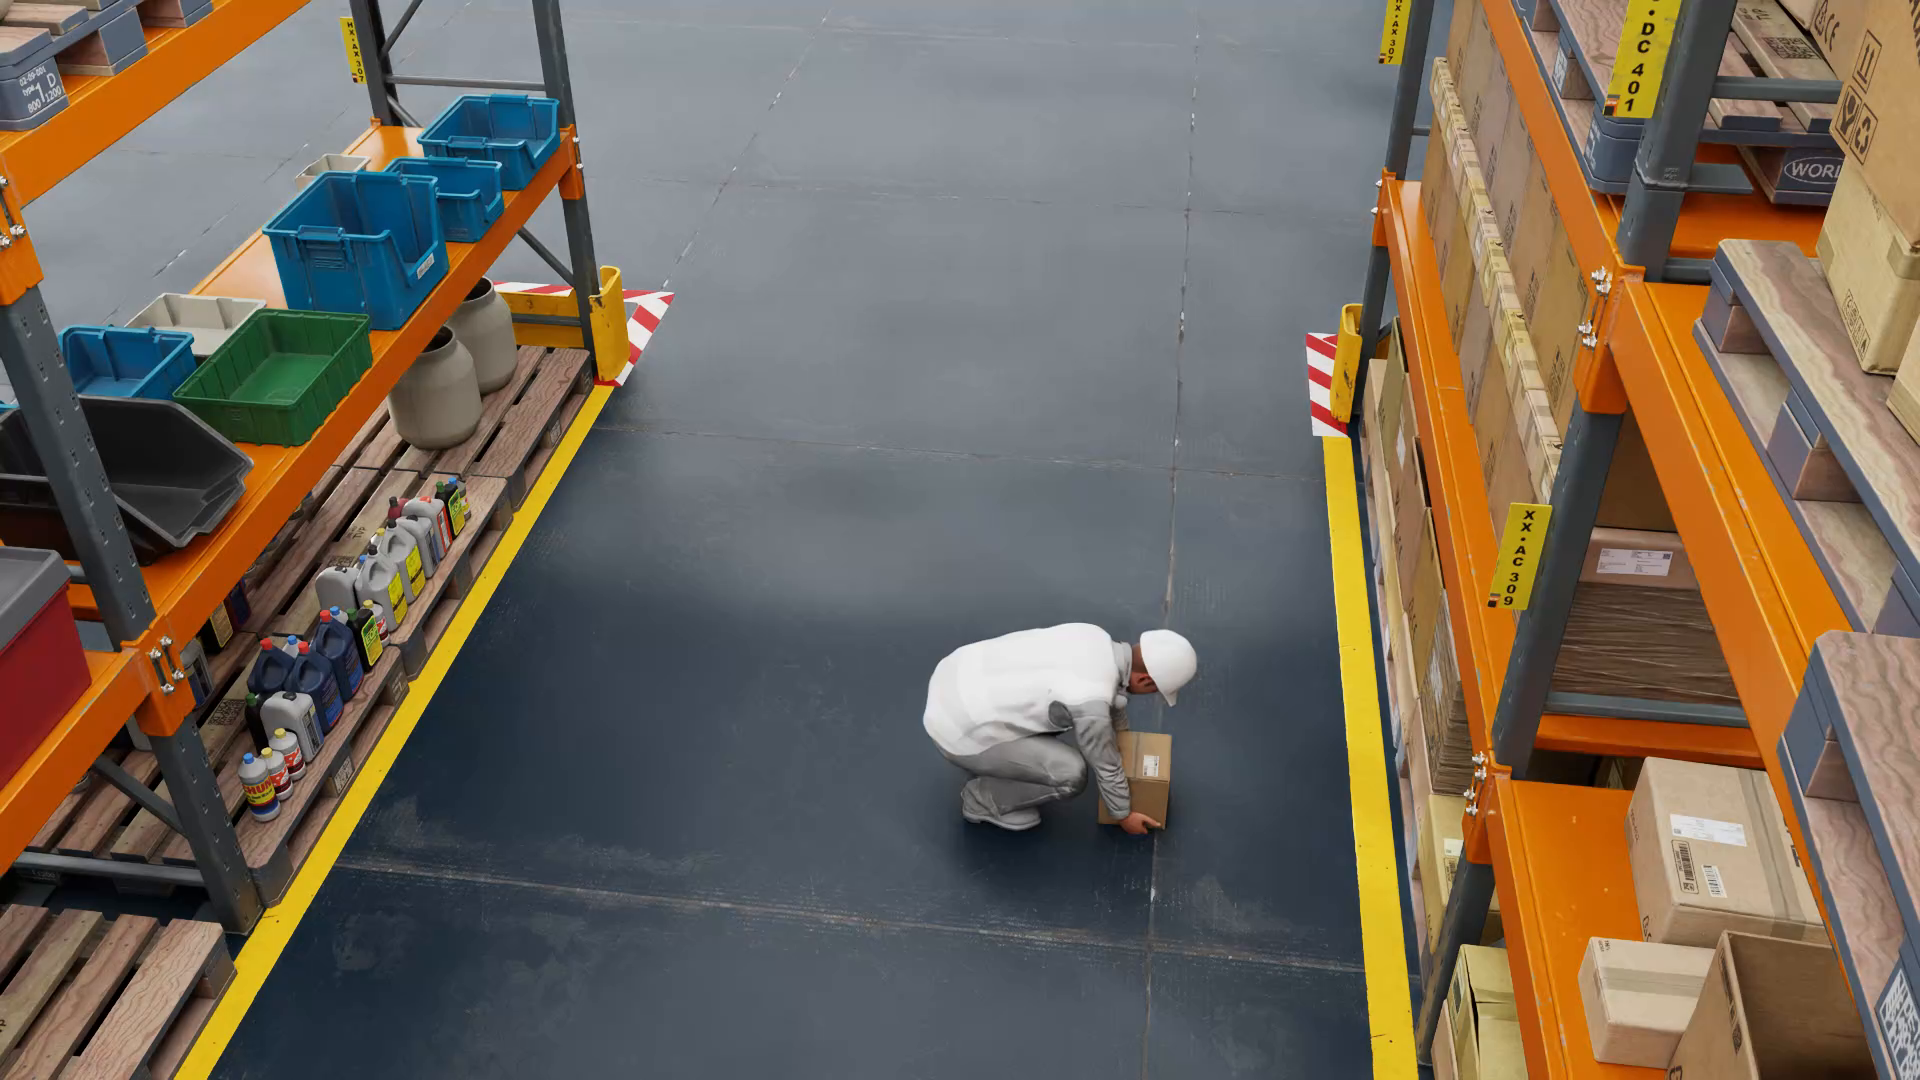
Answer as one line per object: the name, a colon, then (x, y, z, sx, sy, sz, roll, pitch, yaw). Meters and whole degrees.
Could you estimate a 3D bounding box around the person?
person: (0.357, 0.683, 6.096, 0.964, 0.854, 0.521, 4, 36, 5)
